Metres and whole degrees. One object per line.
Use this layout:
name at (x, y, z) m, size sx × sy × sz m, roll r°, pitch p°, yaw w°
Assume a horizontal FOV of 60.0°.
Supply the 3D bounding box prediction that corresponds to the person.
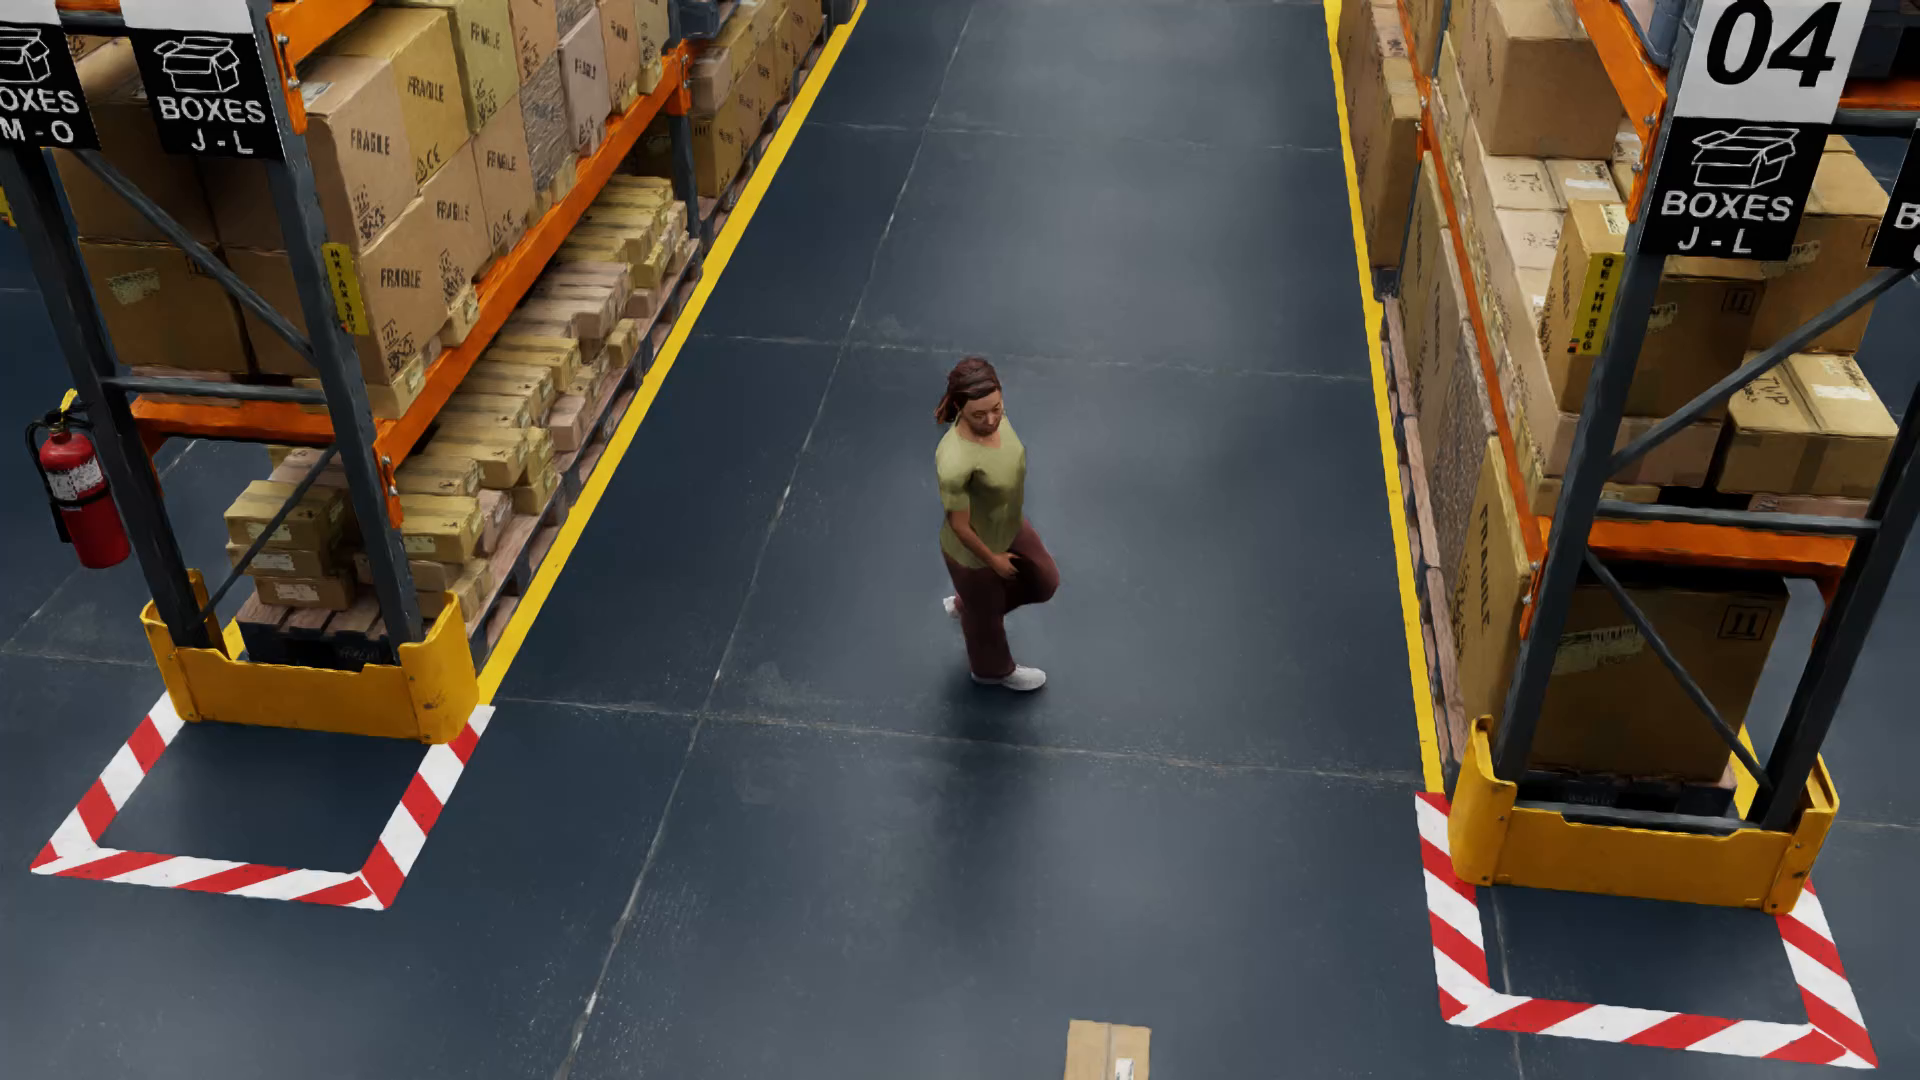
person at (0.098, -0.039, 6.204) m, size 0.501 × 1.644 × 0.658 m, roll 15°, pitch 39°, yaw 19°
